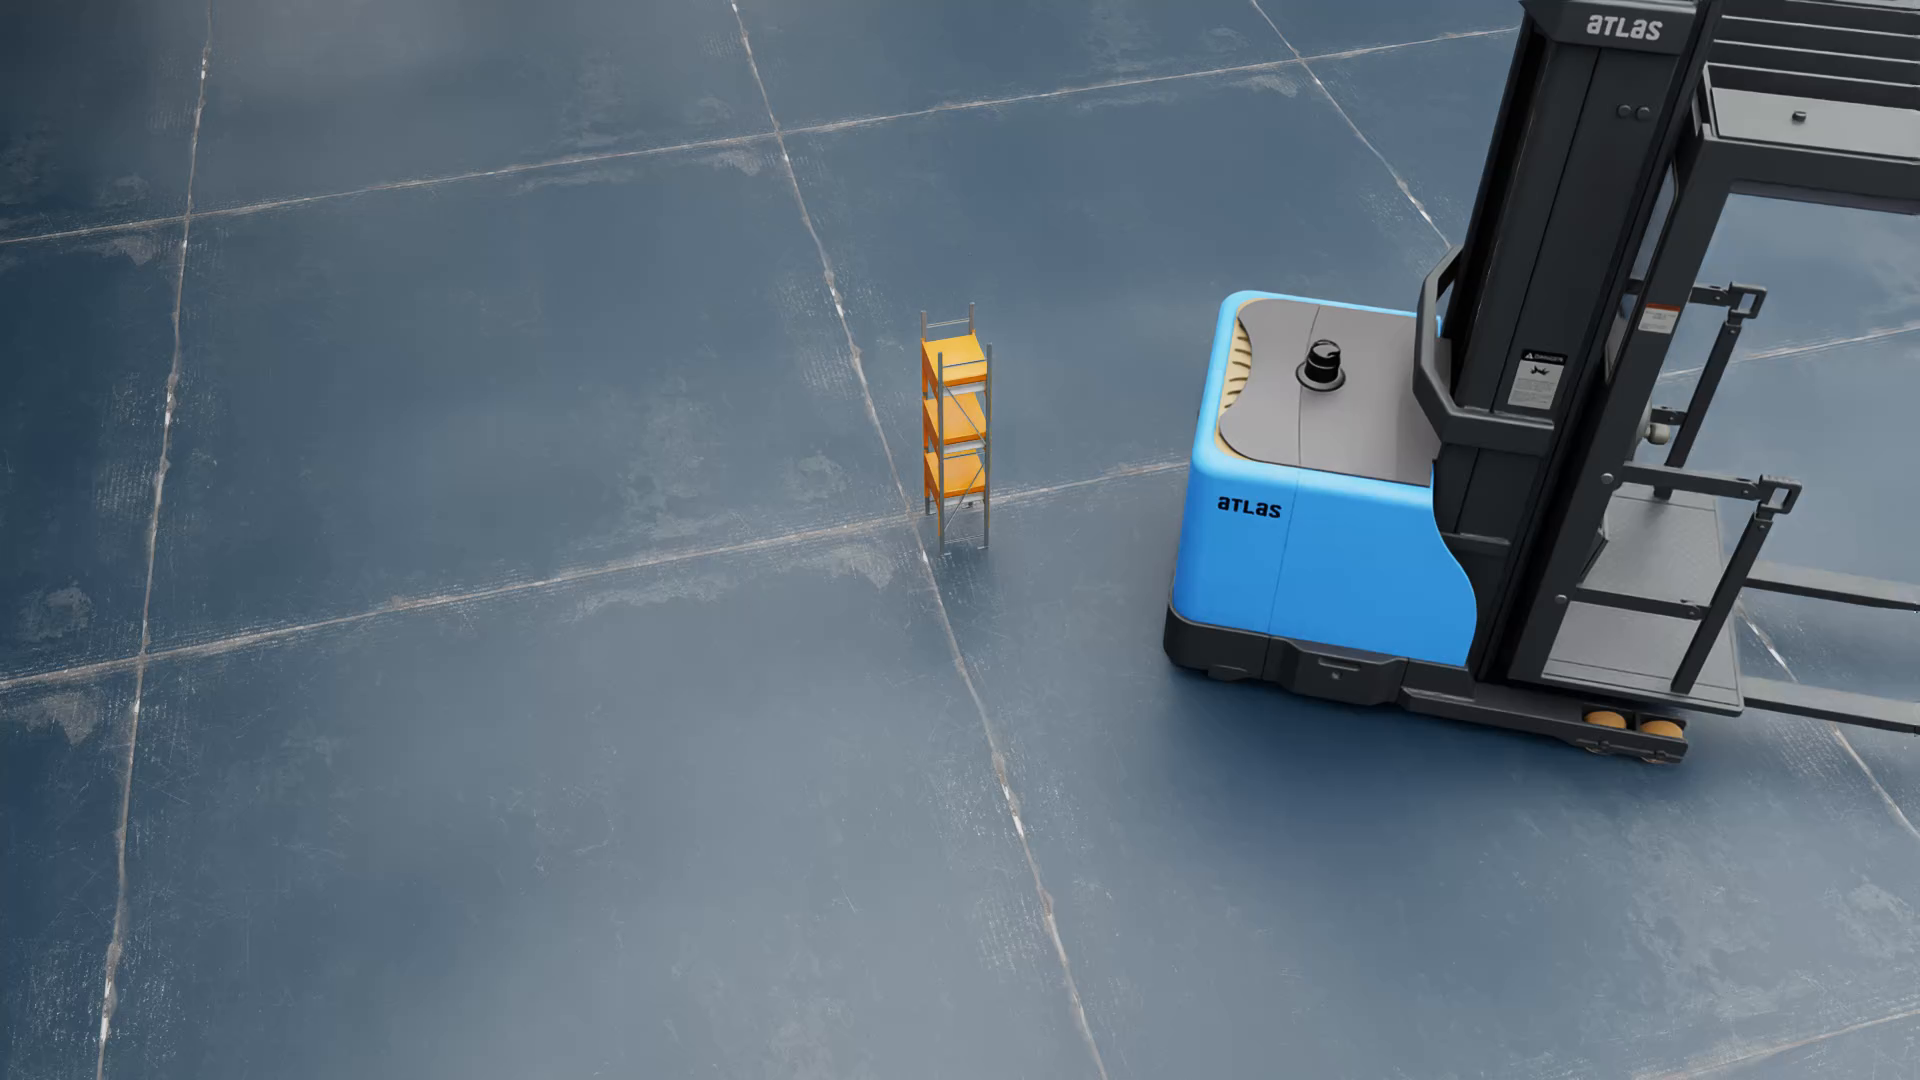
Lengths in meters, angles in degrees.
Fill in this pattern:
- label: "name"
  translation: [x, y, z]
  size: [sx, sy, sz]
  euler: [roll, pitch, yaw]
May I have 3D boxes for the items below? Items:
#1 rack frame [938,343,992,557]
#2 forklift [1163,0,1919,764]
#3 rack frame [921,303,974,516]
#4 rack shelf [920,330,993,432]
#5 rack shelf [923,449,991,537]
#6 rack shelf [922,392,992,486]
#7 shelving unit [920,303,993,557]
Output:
- label: "rack frame"
  translation: [0.018, -0.320, 6.329]
  size: [0.200, 1.050, 0.008]
  euler: [-11, 47, -10]
- label: "forklift"
  translation: [2.336, -0.643, 5.328]
  size: [3.031, 2.935, 1.130]
  euler: [9, 46, 9]
- label: "rack frame"
  translation: [-0.045, -0.489, 6.494]
  size: [0.200, 1.050, 0.008]
  euler: [-11, 47, -10]
- label: "rack shelf"
  translation: [-0.014, -0.596, 6.216]
  size: [0.215, 0.259, 0.240]
  euler: [-11, 47, -10]
- label: "rack shelf"
  translation: [-0.014, -0.202, 6.617]
  size: [0.215, 0.259, 0.240]
  euler: [-11, 47, -10]
- label: "rack shelf"
  translation: [-0.014, -0.397, 6.419]
  size: [0.215, 0.259, 0.240]
  euler: [-11, 47, -10]
- label: "shelving unit"
  translation: [-0.014, -0.404, 6.411]
  size: [0.215, 1.050, 0.252]
  euler: [-11, 47, -10]
